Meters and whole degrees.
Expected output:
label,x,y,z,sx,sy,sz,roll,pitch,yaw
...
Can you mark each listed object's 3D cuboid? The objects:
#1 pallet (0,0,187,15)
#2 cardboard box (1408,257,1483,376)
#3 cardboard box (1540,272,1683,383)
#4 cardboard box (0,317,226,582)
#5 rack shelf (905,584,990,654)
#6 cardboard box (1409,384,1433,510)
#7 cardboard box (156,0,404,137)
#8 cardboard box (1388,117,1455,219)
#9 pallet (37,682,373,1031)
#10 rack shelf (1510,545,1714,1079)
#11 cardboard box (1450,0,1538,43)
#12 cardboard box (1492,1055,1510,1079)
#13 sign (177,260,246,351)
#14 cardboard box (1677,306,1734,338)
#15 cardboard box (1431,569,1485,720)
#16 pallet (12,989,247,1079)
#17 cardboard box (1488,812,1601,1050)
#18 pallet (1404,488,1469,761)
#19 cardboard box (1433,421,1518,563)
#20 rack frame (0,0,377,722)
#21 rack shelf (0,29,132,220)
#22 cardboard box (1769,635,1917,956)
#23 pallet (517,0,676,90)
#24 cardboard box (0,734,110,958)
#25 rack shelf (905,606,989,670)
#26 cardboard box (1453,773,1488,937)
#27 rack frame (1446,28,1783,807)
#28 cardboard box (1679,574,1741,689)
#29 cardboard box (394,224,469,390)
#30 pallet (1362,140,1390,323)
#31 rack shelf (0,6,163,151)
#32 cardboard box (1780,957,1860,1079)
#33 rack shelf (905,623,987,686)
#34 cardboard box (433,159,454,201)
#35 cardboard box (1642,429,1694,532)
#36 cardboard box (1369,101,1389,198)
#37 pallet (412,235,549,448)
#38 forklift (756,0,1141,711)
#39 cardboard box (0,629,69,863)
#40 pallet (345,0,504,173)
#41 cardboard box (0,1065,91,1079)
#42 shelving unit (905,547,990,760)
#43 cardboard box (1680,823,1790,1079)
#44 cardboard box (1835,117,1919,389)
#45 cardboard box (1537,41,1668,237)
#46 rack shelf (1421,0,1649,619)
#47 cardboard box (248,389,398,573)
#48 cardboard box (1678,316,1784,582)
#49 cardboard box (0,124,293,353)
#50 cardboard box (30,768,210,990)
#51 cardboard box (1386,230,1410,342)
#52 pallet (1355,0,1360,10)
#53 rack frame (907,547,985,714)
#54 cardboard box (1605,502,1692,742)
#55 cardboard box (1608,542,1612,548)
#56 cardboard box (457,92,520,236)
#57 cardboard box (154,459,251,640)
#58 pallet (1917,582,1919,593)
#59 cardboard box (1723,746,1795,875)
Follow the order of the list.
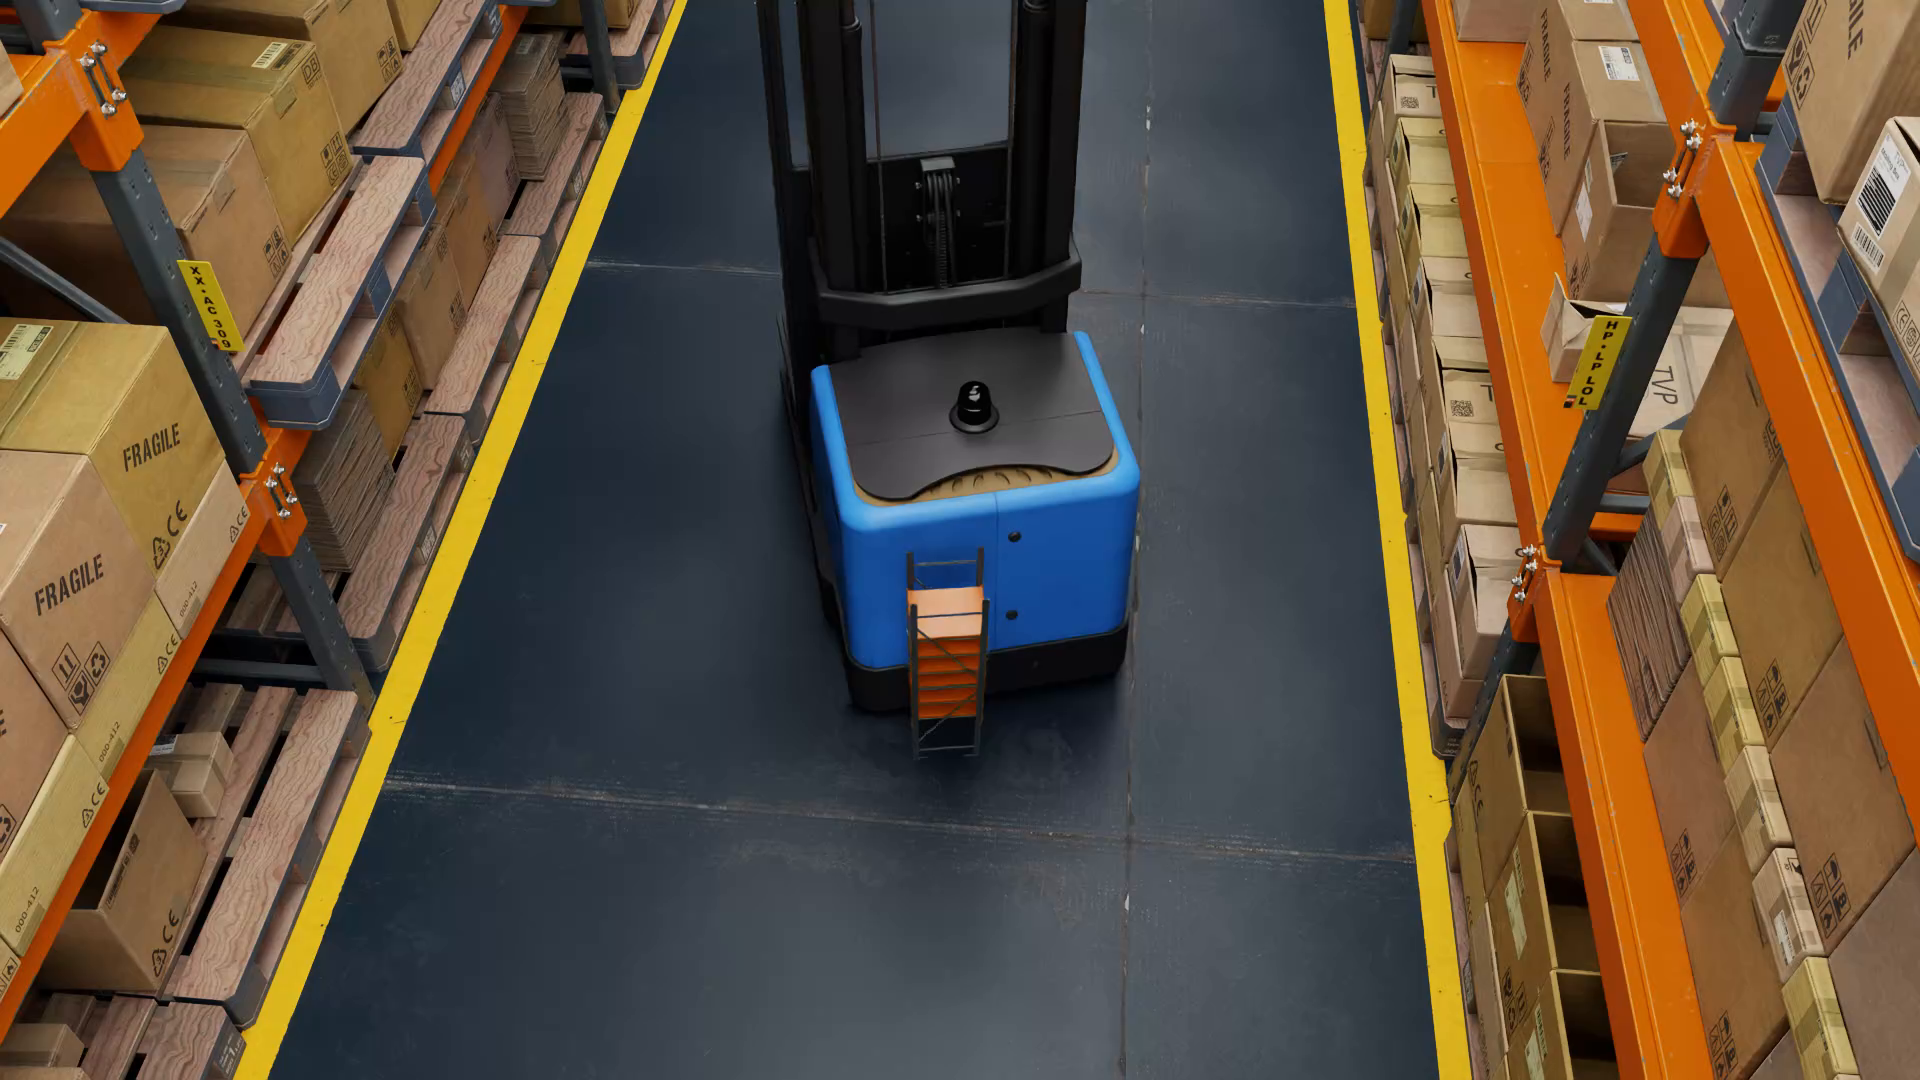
label,x,y,z,sx,sy,sz,roll,pitch,yaw
pallet,-2.526,-1.803,4.487,1.213,0.211,1.003,4,48,4
cardboard box,2.135,-0.915,6.779,0.500,0.311,0.500,3,48,3
cardboard box,2.142,-0.690,5.465,0.396,0.266,0.258,3,48,3
cardboard box,-2.424,-0.248,4.550,0.500,0.500,0.500,4,48,3
rack shelf,-0.042,0.251,5.306,0.258,0.103,0.180,-3,60,-3
cardboard box,2.088,-0.362,6.653,0.500,0.250,0.500,5,48,4
cardboard box,-2.521,-1.857,6.076,0.700,0.500,0.500,10,48,9
cardboard box,2.230,-1.668,7.467,0.500,0.311,0.500,3,48,3
pallet,-2.714,1.030,5.691,1.003,0.211,1.213,4,48,4
rack shelf,2.063,1.635,3.735,1.077,0.370,4.000,4,48,4
cardboard box,2.335,-2.342,6.946,0.500,0.311,0.500,3,48,3
cardboard box,1.799,1.764,4.709,0.500,0.250,0.500,4,48,4
sign,-2.147,-0.669,4.768,0.100,0.325,0.005,4,48,4
cardboard box,2.529,-0.630,5.489,0.380,0.149,0.250,4,48,4
cardboard box,1.994,0.385,5.970,0.500,0.250,0.500,3,48,3
pallet,-2.823,1.929,4.869,1.003,0.211,1.213,4,48,4
cardboard box,1.853,1.144,4.768,0.500,0.500,0.500,4,48,4
pallet,2.273,0.320,6.340,1.003,0.211,1.213,4,48,4
cardboard box,2.038,-0.180,6.106,0.500,0.311,0.500,5,48,5
rack frame,-2.688,-0.407,5.116,1.000,3.000,0.127,4,48,4
rack shelf,-2.871,0.293,2.930,1.077,0.370,4.000,4,48,4
cardboard box,2.120,0.517,3.323,0.700,0.500,0.500,4,48,4
pallet,-2.177,-2.980,9.358,1.003,0.211,1.213,4,48,4
cardboard box,-2.514,0.741,4.153,0.500,0.250,0.500,4,48,3
rack shelf,-0.044,0.312,5.410,0.258,0.103,0.180,-3,60,-3
cardboard box,1.901,1.030,5.380,0.500,0.250,0.500,4,48,4
rack frame,2.245,-0.077,4.814,1.000,3.000,0.127,4,48,4
cardboard box,1.983,0.229,4.026,0.380,0.149,0.250,3,48,3
cardboard box,-2.554,-1.010,7.062,0.700,0.500,0.500,4,48,4
pallet,2.496,-1.473,7.980,1.003,0.211,1.213,4,48,4
rack shelf,-2.506,-2.647,5.619,1.077,0.370,4.000,4,48,4
cardboard box,1.890,0.993,3.327,0.380,0.149,0.250,4,48,3
rack shelf,-0.046,0.372,5.514,0.258,0.103,0.180,-3,60,-3
cardboard box,-2.494,-1.579,7.075,0.500,0.250,0.500,4,48,3
cardboard box,2.028,-0.145,4.369,0.380,0.149,0.250,4,48,3
cardboard box,2.269,-1.865,8.028,0.500,0.250,0.500,4,48,3
pallet,-2.510,-0.937,7.490,1.003,0.211,1.213,4,48,4
forklift,-0.171,-1.470,6.134,1.130,2.935,3.031,-8,48,-8
cardboard box,-2.520,0.488,3.877,0.500,0.500,0.500,3,48,2
pallet,-2.463,-1.825,6.542,1.003,0.211,1.213,4,48,4
cardboard box,-2.732,1.770,4.520,0.700,0.500,0.500,1,48,1
shelving unit,-0.048,0.410,5.579,0.258,1.200,0.189,-3,60,-3
cardboard box,2.120,0.972,3.786,0.700,0.500,0.500,5,48,4
cardboard box,1.887,-0.499,2.848,0.500,0.311,0.500,2,48,1
cardboard box,2.425,-1.429,5.983,0.500,0.500,0.500,4,48,4
rack shelf,2.427,-1.304,6.423,1.077,0.370,4.000,4,48,4
cardboard box,-2.638,-0.254,6.372,0.700,0.500,0.500,5,48,5
cardboard box,2.211,-0.222,3.999,0.700,0.500,0.500,4,48,4
cardboard box,-2.608,-0.961,5.256,0.700,0.500,0.500,4,48,4
cardboard box,-2.743,1.053,5.176,0.500,0.500,0.500,1,48,1
cardboard box,2.183,-1.113,7.340,0.500,0.250,0.500,3,48,2
pallet,2.829,-3.515,9.848,1.003,0.211,1.213,4,48,4
rack frame,-0.055,0.331,5.625,0.240,1.200,0.006,-3,60,-3
cardboard box,2.211,0.216,4.478,0.700,0.500,0.500,3,48,3
cardboard box,2.582,-0.134,6.065,0.500,0.311,0.500,3,48,3
cardboard box,-2.500,-1.748,7.738,0.700,0.500,0.500,4,48,3
cardboard box,-2.430,0.005,4.827,0.500,0.250,0.500,4,48,4
pallet,2.079,0.463,2.347,1.003,0.211,1.213,4,48,4
cardboard box,1.936,0.606,3.682,0.380,0.149,0.250,2,48,2
